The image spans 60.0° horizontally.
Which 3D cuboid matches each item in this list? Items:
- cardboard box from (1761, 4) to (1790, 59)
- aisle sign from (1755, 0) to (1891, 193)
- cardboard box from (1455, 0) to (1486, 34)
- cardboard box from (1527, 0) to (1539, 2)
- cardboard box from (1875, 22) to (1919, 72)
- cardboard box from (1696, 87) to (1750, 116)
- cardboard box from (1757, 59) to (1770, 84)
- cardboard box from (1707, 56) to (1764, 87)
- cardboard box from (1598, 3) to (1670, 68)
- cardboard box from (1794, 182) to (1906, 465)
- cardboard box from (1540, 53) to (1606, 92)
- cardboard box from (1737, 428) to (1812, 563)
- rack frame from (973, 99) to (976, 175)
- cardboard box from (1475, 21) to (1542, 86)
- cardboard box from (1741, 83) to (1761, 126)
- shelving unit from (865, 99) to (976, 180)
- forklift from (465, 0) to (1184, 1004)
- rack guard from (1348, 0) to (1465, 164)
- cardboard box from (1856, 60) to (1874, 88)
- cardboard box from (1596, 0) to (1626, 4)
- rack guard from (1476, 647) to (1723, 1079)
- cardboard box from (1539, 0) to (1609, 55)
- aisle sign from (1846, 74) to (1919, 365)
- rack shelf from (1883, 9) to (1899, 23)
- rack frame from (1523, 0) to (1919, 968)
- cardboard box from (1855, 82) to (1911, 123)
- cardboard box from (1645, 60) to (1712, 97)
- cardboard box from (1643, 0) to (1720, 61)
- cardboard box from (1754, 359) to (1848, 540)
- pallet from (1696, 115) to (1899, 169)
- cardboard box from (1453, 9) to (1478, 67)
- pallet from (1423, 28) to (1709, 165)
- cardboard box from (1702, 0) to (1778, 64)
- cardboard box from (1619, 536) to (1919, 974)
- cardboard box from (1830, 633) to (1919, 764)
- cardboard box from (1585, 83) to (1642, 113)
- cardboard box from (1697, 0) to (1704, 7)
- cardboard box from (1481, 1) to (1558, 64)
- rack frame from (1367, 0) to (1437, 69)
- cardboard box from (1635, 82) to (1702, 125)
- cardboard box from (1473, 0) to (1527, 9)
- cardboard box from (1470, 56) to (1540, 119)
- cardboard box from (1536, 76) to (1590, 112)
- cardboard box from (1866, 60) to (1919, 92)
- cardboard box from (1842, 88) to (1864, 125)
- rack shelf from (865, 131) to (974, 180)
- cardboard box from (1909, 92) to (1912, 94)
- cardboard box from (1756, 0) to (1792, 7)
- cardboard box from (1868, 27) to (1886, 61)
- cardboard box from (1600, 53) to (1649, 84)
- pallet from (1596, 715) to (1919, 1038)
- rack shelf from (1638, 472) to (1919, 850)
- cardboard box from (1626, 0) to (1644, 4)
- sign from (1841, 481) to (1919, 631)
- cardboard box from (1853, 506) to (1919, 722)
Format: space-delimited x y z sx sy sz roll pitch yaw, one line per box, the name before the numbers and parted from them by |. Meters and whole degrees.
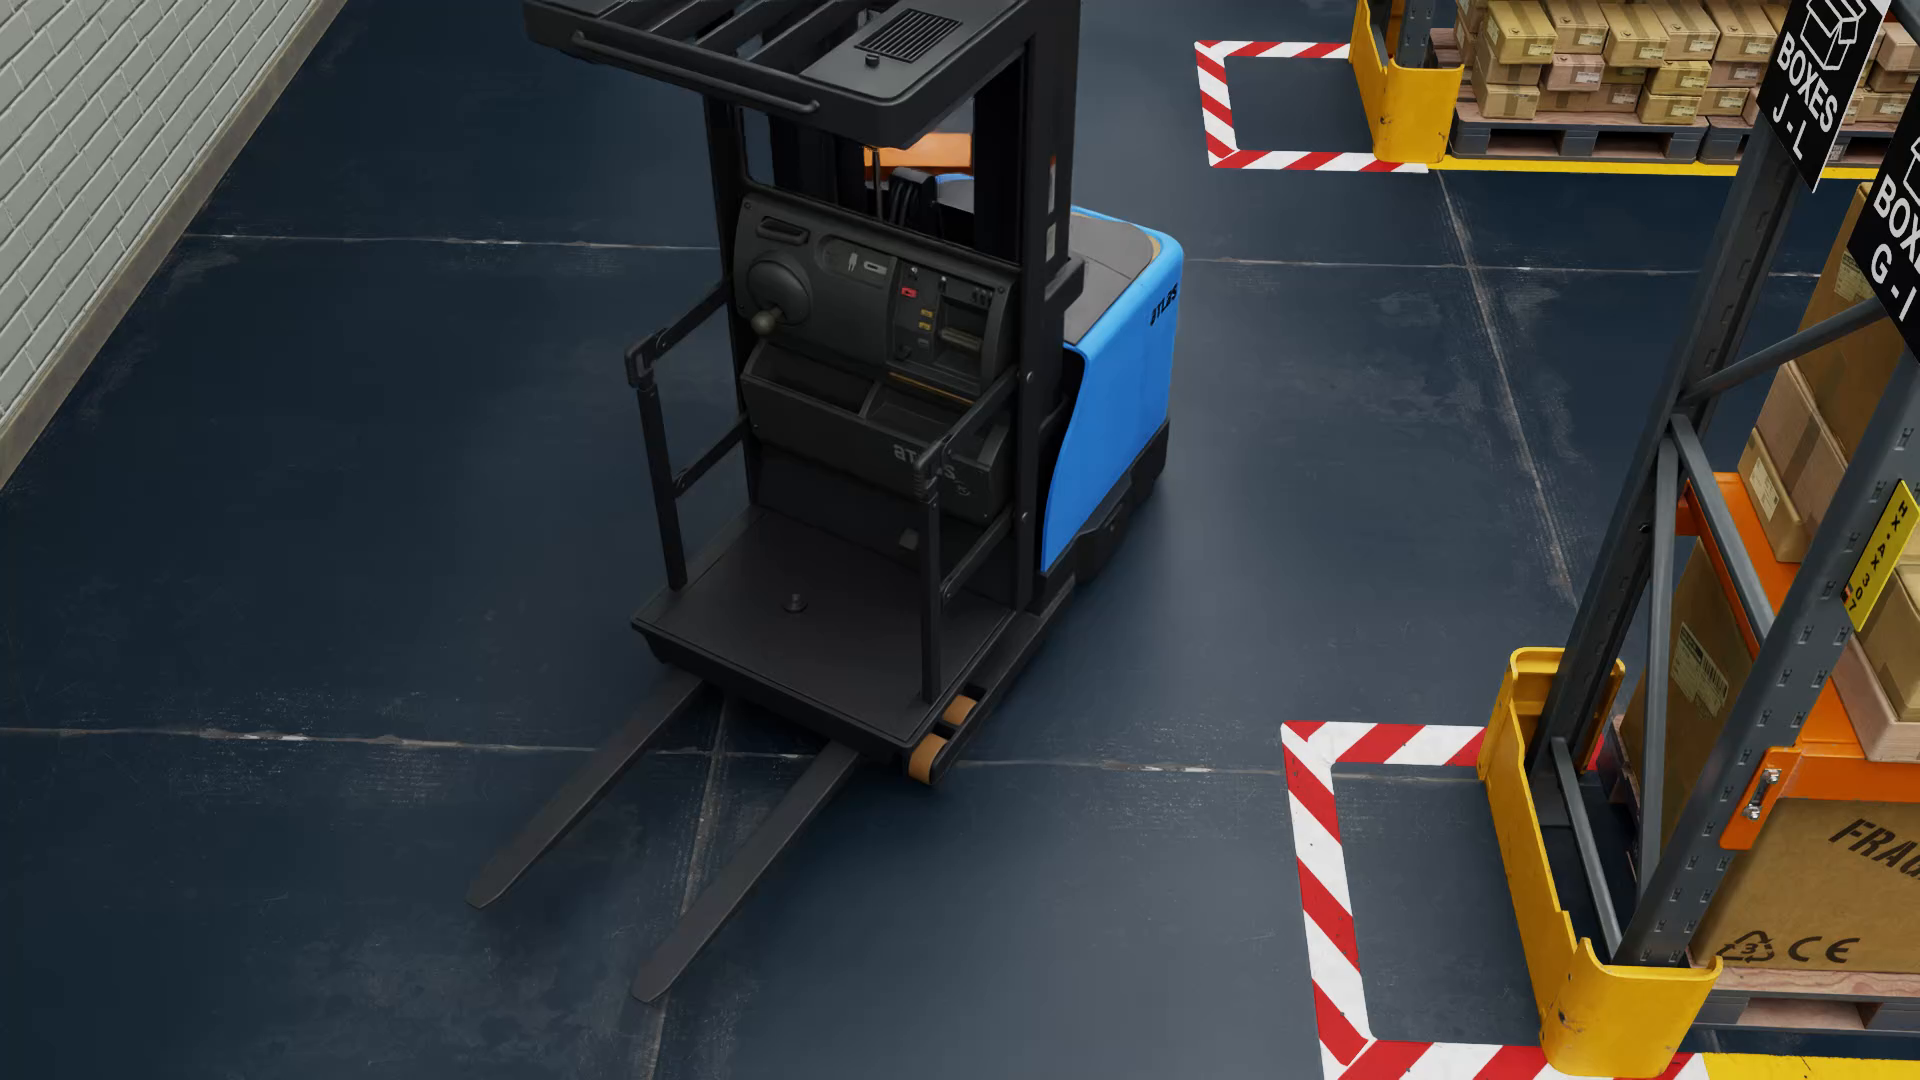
cardboard box | 4.014 -2.425 7.999 0.250 0.149 0.380 2 43 3
aisle sign | 1.808 -1.154 3.381 0.004 0.787 0.394 2 43 2
cardboard box | 2.730 -2.768 8.586 0.250 0.149 0.380 1 43 1
cardboard box | 2.979 -2.808 8.411 0.250 0.149 0.380 3 43 3
cardboard box | 4.513 -2.400 7.972 0.250 0.149 0.380 0 43 0
cardboard box | 3.722 -2.267 8.266 0.250 0.149 0.380 2 43 2
cardboard box | 4.015 -2.400 8.191 0.250 0.149 0.380 4 43 4
cardboard box | 3.742 -2.380 8.169 0.250 0.149 0.380 0 43 0
cardboard box | 3.225 -2.430 8.005 0.250 0.149 0.380 2 43 2
cardboard box | 2.365 -0.489 3.916 0.500 0.500 0.500 2 43 2
cardboard box | 2.973 -2.352 8.140 0.250 0.149 0.380 2 43 2
cardboard box | 2.237 -0.118 4.360 0.250 0.149 0.380 3 43 3
rack frame | 0.059 -1.141 6.595 0.015 1.200 0.240 0 43 0
cardboard box | 2.702 -2.399 8.190 0.250 0.149 0.380 3 43 4
cardboard box | 3.967 -2.200 8.194 0.250 0.149 0.380 0 43 0
shelving unit | -0.185 -1.143 6.597 0.503 1.200 0.258 0 43 0
forklift | -0.381 -0.642 4.789 1.130 2.935 3.031 22 47 22
rack guard | 2.266 -2.454 8.517 0.348 0.500 1.175 2 43 2
cardboard box | 4.285 -2.385 8.174 0.250 0.149 0.380 4 43 4
cardboard box | 3.243 -2.887 8.495 0.250 0.149 0.380 1 43 1
rack guard | 1.842 0.917 4.898 0.348 0.500 1.175 2 43 2
cardboard box | 2.979 -2.525 8.107 0.250 0.149 0.380 2 43 3
aisle sign | 1.781 -0.746 2.942 0.004 0.787 0.394 2 43 2
rack shelf | 3.864 -0.769 3.202 4.000 0.370 1.077 2 43 2
rack frame | 1.866 0.004 4.046 0.127 3.000 1.000 2 43 2
cardboard box | 4.488 -2.224 8.220 0.250 0.149 0.380 3 43 3
cardboard box | 3.473 -2.323 8.109 0.250 0.149 0.380 3 43 3
cardboard box | 3.477 -2.479 8.057 0.250 0.149 0.380 0 43 0
cardboard box | 2.362 -0.216 4.173 0.500 0.250 0.500 1 43 1
pallet | 4.292 -2.260 8.521 1.213 0.211 1.003 2 43 2
cardboard box | 2.726 -2.607 8.631 0.250 0.149 0.380 2 43 3
pallet | 3.076 -2.299 8.563 1.213 0.211 1.003 2 43 2
cardboard box | 3.753 -2.464 8.041 0.250 0.149 0.380 3 43 4
cardboard box | 2.509 0.593 4.664 0.875 0.875 0.875 2 43 2
cardboard box | 2.206 0.331 3.878 0.250 0.149 0.380 2 43 2
cardboard box | 3.213 -2.292 8.293 0.250 0.149 0.380 2 43 2
cardboard box | 3.770 -2.866 8.472 0.250 0.149 0.380 3 43 3
cardboard box | 2.698 -2.451 8.028 0.250 0.149 0.380 0 43 0
rack frame | 2.190 -3.371 7.668 0.127 3.000 1.000 2 43 2
cardboard box | 3.463 -2.209 8.205 0.250 0.149 0.380 2 43 2
cardboard box | 2.731 -2.855 8.461 0.250 0.149 0.380 2 43 2
cardboard box | 2.699 -2.247 8.245 0.250 0.149 0.380 3 43 3
cardboard box | 2.964 -2.295 8.296 0.250 0.149 0.380 2 43 2
cardboard box | 4.550 -2.348 8.135 0.250 0.149 0.380 0 43 0
cardboard box | 4.245 -2.209 8.204 0.250 0.149 0.380 2 43 2
rack shelf | -0.185 -1.431 6.329 0.480 0.148 0.258 0 43 0
cardboard box | 4.745 -2.170 8.162 0.250 0.149 0.380 2 43 2
cardboard box | 4.028 -2.782 8.383 0.250 0.149 0.380 0 43 0
cardboard box | 4.269 -2.482 8.061 0.250 0.149 0.380 2 43 2
cardboard box | 3.222 -2.405 8.196 0.250 0.149 0.380 2 43 2
pallet | 2.668 0.995 5.027 1.213 0.211 1.003 2 43 2
rack shelf | 3.864 0.328 4.225 4.000 0.370 1.077 2 43 2
cardboard box | 3.499 -2.836 8.441 0.250 0.149 0.380 0 43 0
sign | 1.835 0.036 3.318 0.005 0.325 0.100 2 43 2
cardboard box | 2.333 0.148 3.782 0.500 0.250 0.500 1 43 1
